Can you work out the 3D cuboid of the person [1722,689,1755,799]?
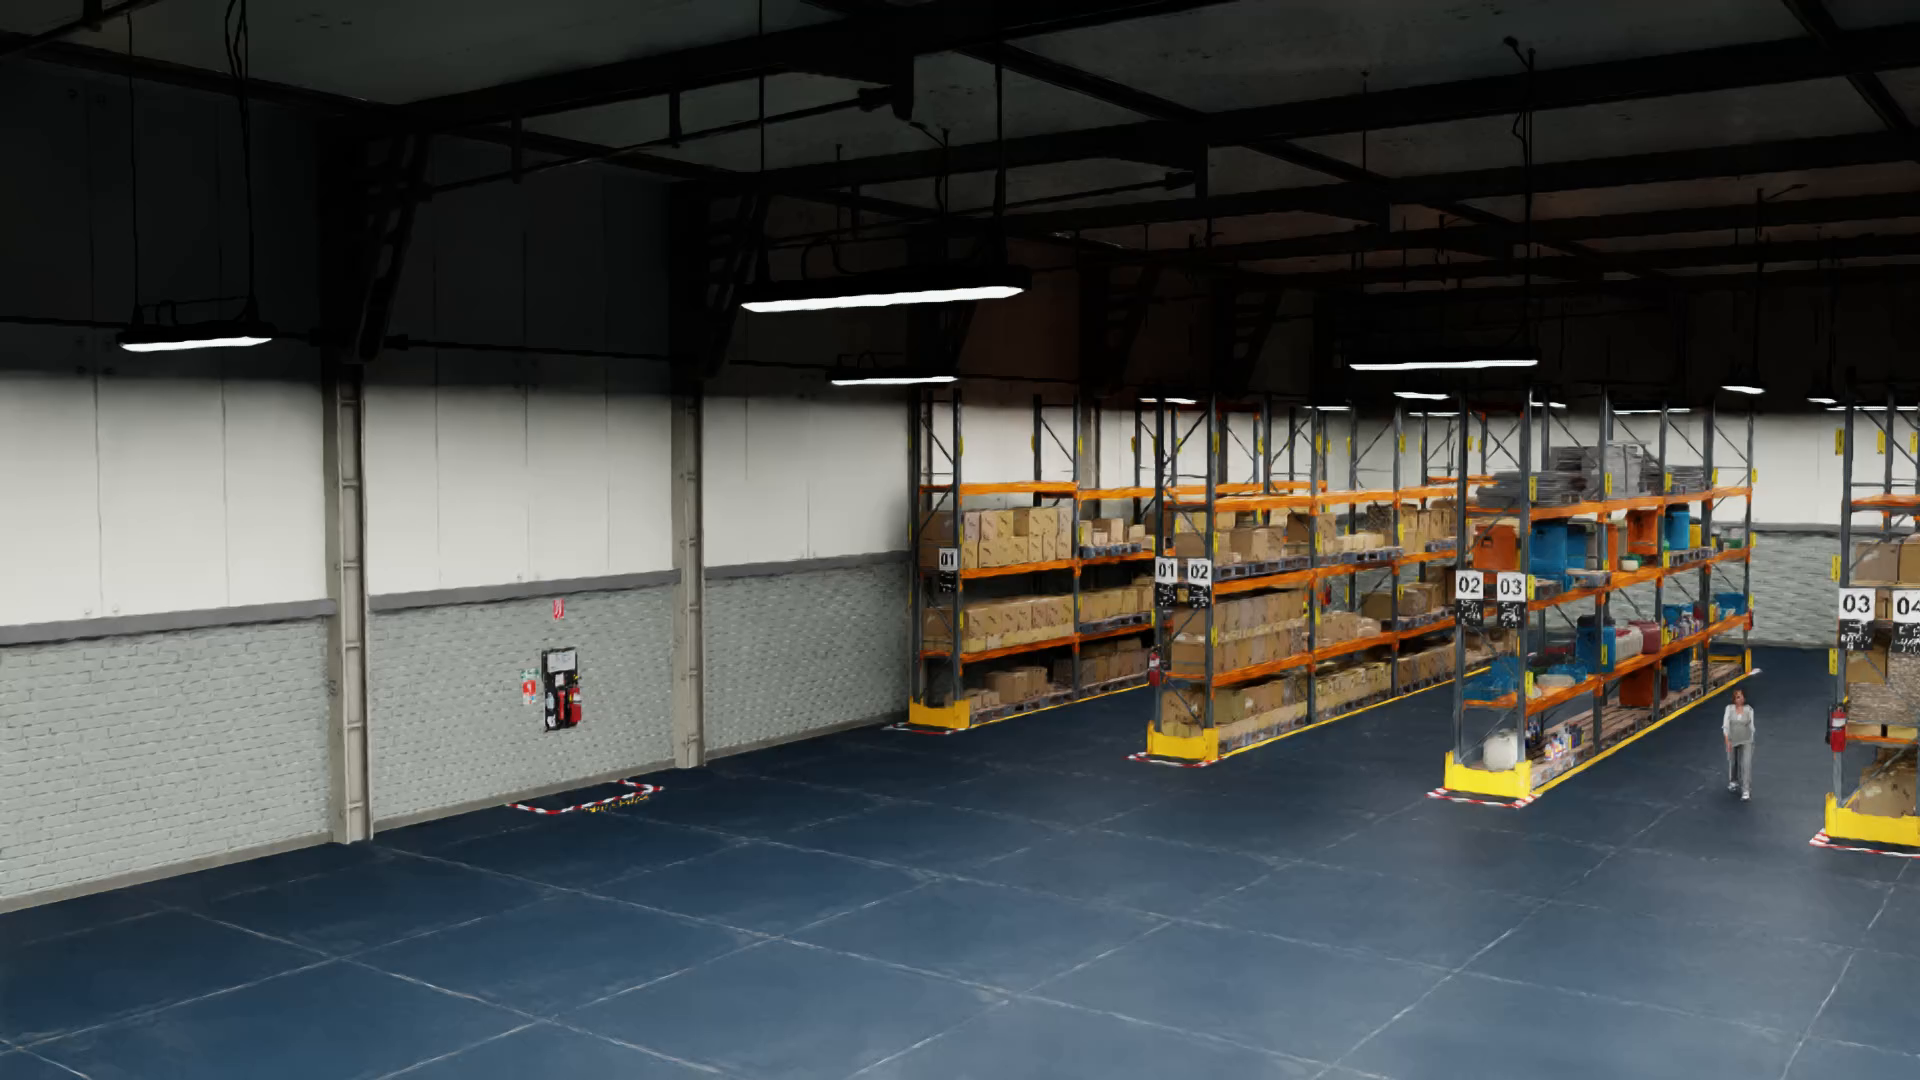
[{"bbox_3d":[11.077,2.872,23.671,0.411,1.533,0.957,2,4,27],"label":"person"}]

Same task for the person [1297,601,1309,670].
[{"bbox_3d":[7.093,2.144,34.401,0.672,1.765,0.565,-1,4,-24],"label":"person"}]
